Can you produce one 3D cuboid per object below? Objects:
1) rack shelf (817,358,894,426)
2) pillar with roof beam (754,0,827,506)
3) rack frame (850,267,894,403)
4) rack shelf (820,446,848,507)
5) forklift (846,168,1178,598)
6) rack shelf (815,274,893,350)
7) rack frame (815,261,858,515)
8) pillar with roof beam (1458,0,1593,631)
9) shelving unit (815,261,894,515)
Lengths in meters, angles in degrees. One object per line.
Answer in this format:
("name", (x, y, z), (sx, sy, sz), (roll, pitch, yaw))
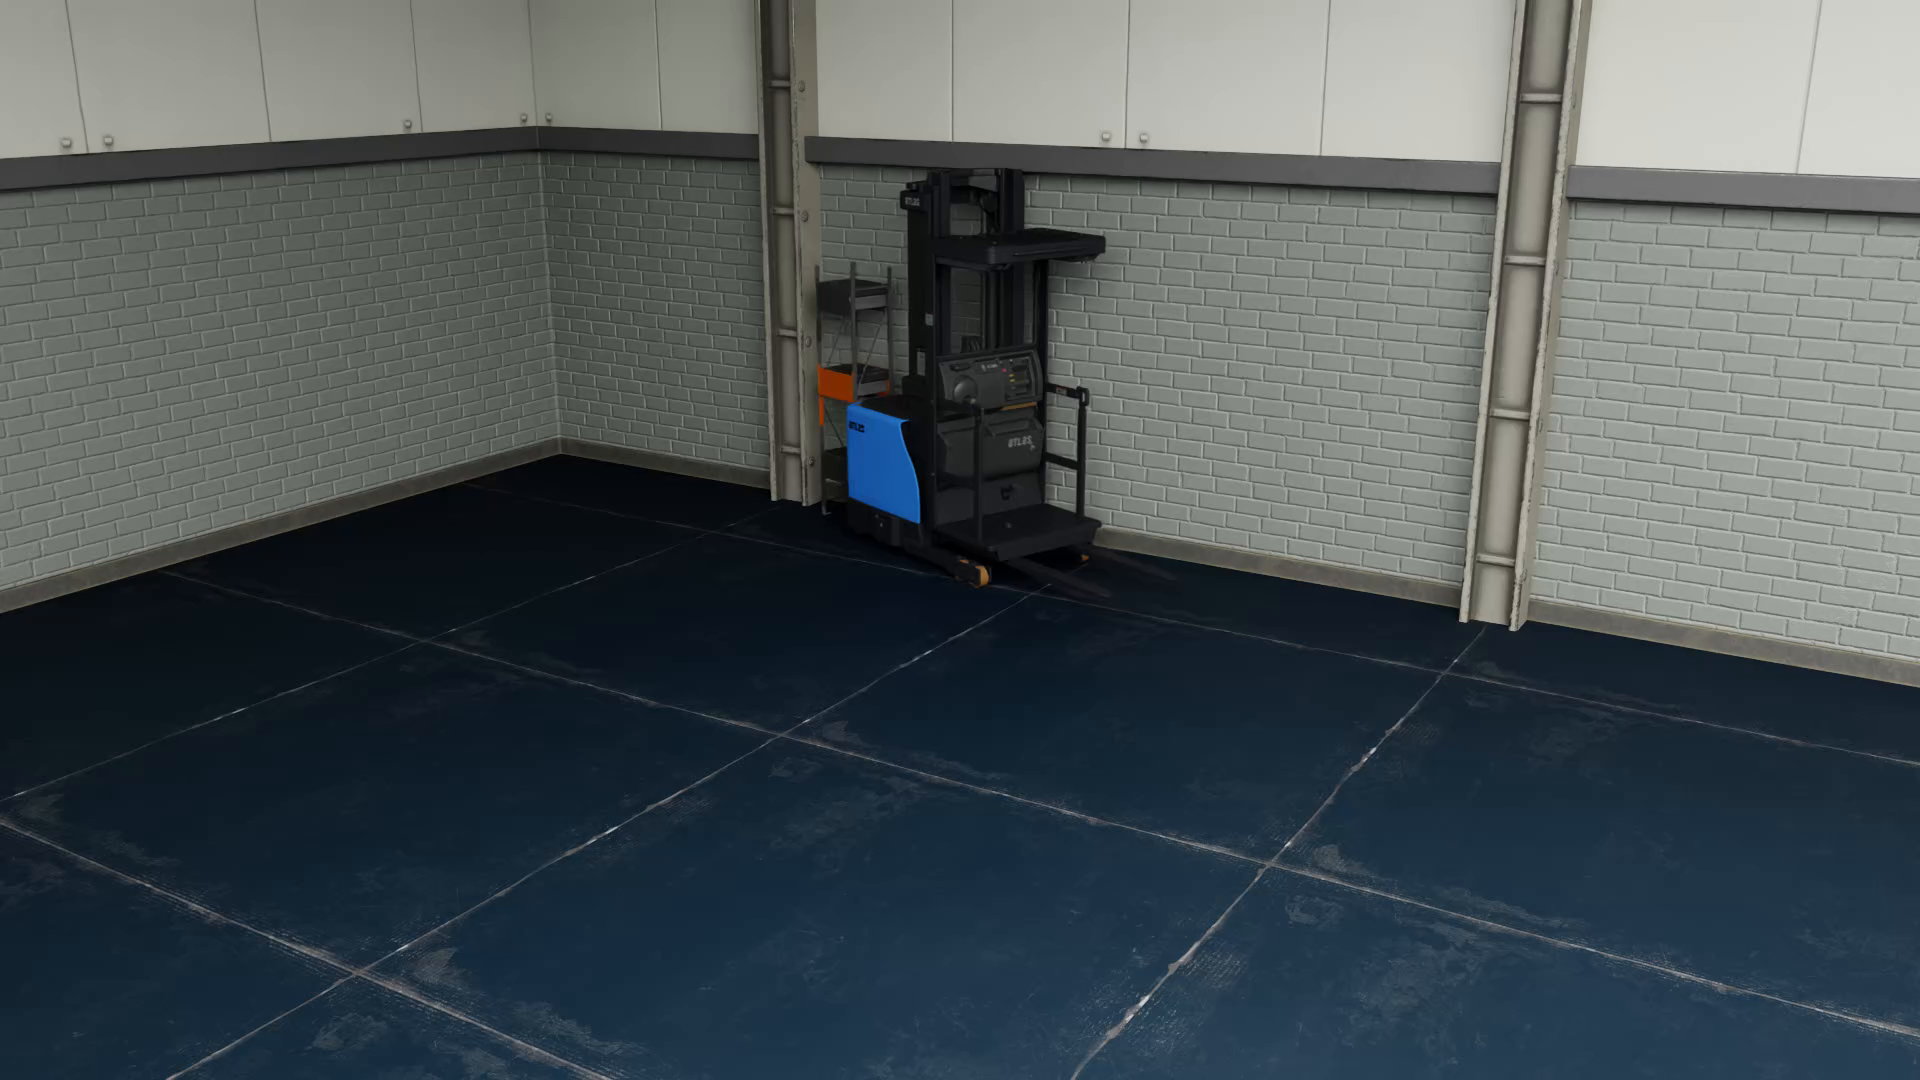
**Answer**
("rack shelf", (-0.860, -1.189, 13.723), (0.431, 0.518, 0.480), (-14, 21, -38))
("pillar with roof beam", (-3.661, -3.598, 9.743), (0.400, 9.000, 9.100), (10, 20, 30))
("rack frame", (-0.704, -1.150, 13.539), (0.400, 2.100, 0.015), (-14, 21, -38))
("rack shelf", (-0.856, -0.518, 13.922), (0.431, 0.518, 0.480), (-14, 21, -38))
("forklift", (0.364, -1.211, 12.326), (1.130, 2.935, 3.031), (-12, 21, -35))
("rack shelf", (-0.863, -1.860, 13.524), (0.431, 0.518, 0.480), (-14, 21, -38))
("rack frame", (-1.016, -1.255, 13.899), (0.400, 2.100, 0.015), (-14, 21, -38))
("pillar with roof beam", (1.452, -2.685, 6.738), (0.400, 9.000, 9.100), (10, 20, 30))
("shelving unit", (-0.860, -1.202, 13.719), (0.431, 2.100, 0.503), (-14, 21, -38))
